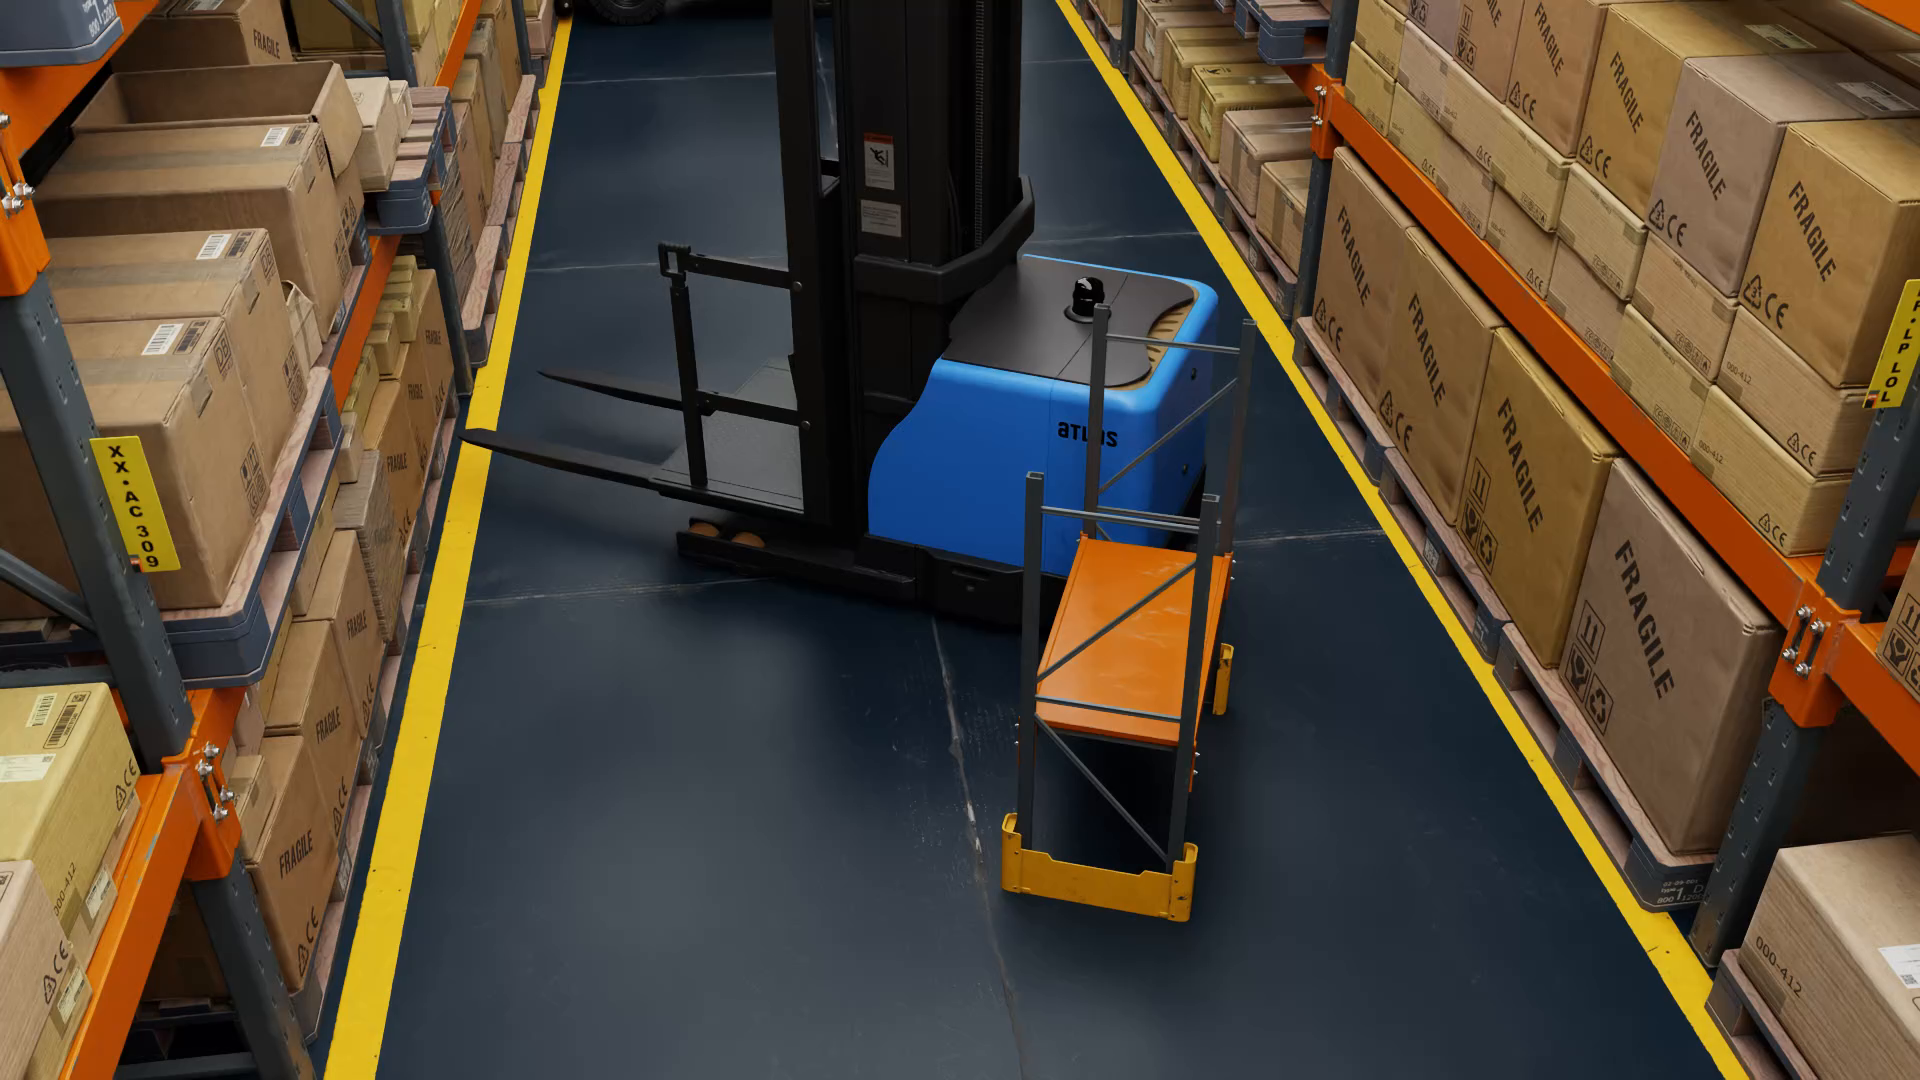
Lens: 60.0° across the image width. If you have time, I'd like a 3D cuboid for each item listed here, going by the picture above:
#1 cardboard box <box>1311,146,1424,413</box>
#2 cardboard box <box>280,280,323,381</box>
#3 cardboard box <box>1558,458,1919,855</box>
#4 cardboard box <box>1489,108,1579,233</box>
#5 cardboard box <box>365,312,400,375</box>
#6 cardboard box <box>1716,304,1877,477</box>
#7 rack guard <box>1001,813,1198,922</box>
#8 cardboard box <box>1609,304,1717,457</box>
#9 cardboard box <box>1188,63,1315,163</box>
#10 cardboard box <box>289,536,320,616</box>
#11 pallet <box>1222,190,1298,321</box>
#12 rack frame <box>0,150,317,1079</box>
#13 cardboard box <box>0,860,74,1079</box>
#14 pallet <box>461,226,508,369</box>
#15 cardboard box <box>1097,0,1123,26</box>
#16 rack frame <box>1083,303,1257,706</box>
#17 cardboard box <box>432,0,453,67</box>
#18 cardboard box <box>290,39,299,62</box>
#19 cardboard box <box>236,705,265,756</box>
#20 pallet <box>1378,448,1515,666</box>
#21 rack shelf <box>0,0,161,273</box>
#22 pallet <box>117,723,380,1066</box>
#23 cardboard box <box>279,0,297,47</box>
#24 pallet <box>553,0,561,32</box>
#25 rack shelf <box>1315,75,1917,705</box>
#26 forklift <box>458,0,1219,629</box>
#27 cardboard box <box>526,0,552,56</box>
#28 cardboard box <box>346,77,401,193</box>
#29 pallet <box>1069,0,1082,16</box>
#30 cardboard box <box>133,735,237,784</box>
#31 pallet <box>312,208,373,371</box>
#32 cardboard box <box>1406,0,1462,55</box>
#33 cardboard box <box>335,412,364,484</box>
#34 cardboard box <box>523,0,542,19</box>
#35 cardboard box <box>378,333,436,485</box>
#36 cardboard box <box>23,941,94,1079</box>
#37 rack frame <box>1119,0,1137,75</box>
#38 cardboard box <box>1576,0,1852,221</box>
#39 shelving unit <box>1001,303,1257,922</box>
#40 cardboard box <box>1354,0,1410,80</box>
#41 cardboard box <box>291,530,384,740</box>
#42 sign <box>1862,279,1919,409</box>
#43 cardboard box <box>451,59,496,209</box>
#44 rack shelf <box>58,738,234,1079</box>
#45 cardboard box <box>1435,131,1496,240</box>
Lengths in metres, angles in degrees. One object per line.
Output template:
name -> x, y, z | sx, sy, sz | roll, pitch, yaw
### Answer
cardboard box -> 2.157, -1.180, 7.332 | 0.875, 0.875, 0.875 | -5, 35, -7
cardboard box -> -2.041, -0.589, 4.697 | 0.396, 0.266, 0.258 | -3, 34, -4
cardboard box -> 2.521, 0.320, 5.130 | 0.875, 0.875, 0.875 | -3, 34, -5
cardboard box -> 2.148, -1.268, 5.636 | 0.500, 0.250, 0.500 | -4, 34, -6
cardboard box -> -2.396, -0.751, 6.458 | 0.380, 0.149, 0.250 | -5, 35, -8
cardboard box -> 2.384, -0.417, 4.387 | 0.500, 0.250, 0.500 | -4, 35, -6
rack guard -> 0.418, 0.997, 5.065 | 0.587, 0.250, 0.087 | 8, 35, 11
cardboard box -> 2.307, -0.498, 4.950 | 0.500, 0.250, 0.500 | -5, 35, -7
cardboard box -> 1.876, -2.515, 9.737 | 0.950, 0.372, 0.625 | -3, 34, -5
cardboard box -> -2.225, 0.119, 5.182 | 0.380, 0.149, 0.250 | -4, 35, -6
pallet -> 2.042, -1.560, 8.852 | 1.003, 0.211, 1.213 | -4, 35, -6
rack frame -> -2.231, 0.333, 3.597 | 0.949, 2.616, 0.053 | -4, 35, -6
cardboard box -> -1.842, 0.817, 2.757 | 0.500, 0.250, 0.500 | -4, 35, -6
pallet -> -2.844, -1.209, 8.336 | 1.003, 0.211, 1.213 | -4, 35, -6
cardboard box -> 1.262, -3.856, 11.813 | 0.500, 0.250, 0.500 | -3, 34, -4
rack frame -> 0.661, -0.075, 5.528 | 0.500, 1.500, 0.032 | 8, 35, 11
cardboard box -> -2.652, -2.384, 7.717 | 0.500, 0.250, 0.500 | -5, 35, -7
cardboard box -> -3.086, -2.068, 7.254 | 0.500, 0.250, 0.500 | -5, 35, -7
cardboard box -> -2.133, 0.556, 4.541 | 0.380, 0.149, 0.250 | -5, 35, -8
pallet -> 2.338, 0.001, 6.562 | 1.003, 0.211, 1.213 | -4, 35, -6
rack shelf -> -2.503, -1.725, 4.592 | 1.077, 0.370, 4.000 | -4, 35, -6
pallet -> -2.381, 1.035, 5.044 | 1.003, 0.211, 1.213 | -4, 35, -6
cardboard box -> -3.108, -2.273, 7.111 | 0.500, 0.250, 0.500 | -4, 34, -5
pallet -> -3.543, -4.108, 12.590 | 1.003, 0.211, 1.213 | -4, 35, -6
rack shelf -> 2.415, -0.863, 5.992 | 1.077, 0.370, 4.000 | -4, 35, -6
forklift -> -0.583, -1.336, 6.108 | 3.031, 2.935, 1.130 | 12, 36, 17
cardboard box -> -3.047, -3.463, 11.237 | 0.500, 0.250, 0.500 | -4, 34, -6
cardboard box -> -2.309, -1.446, 5.968 | 0.500, 0.250, 0.500 | -6, 35, -9
pallet -> 1.315, -4.411, 13.035 | 1.003, 0.211, 1.213 | -4, 35, -6
cardboard box -> -2.079, 0.586, 4.233 | 0.380, 0.149, 0.250 | -5, 35, -7
pallet -> -2.506, -0.734, 5.334 | 1.003, 0.211, 1.213 | -4, 35, -6
cardboard box -> 2.046, -2.161, 6.281 | 0.500, 0.500, 0.500 | -4, 35, -6
cardboard box -> -2.304, -0.309, 5.810 | 0.380, 0.149, 0.250 | -6, 35, -9
cardboard box -> -3.069, -3.668, 11.093 | 0.500, 0.250, 0.500 | -5, 35, -7
cardboard box -> -2.445, -0.539, 6.725 | 0.500, 0.500, 0.500 | -5, 35, -7
cardboard box -> -1.825, 0.883, 3.014 | 0.380, 0.149, 0.250 | -4, 34, -5
rack frame -> 1.608, -4.509, 10.702 | 1.000, 3.000, 0.127 | -4, 35, -6
cardboard box -> 2.249, -1.302, 5.020 | 0.500, 0.500, 0.500 | -3, 34, -5
shelving unit -> 0.537, 0.208, 5.113 | 0.587, 1.500, 1.083 | 8, 35, 11
cardboard box -> 1.969, -2.120, 6.886 | 0.500, 0.250, 0.500 | -5, 35, -7
cardboard box -> -2.220, 0.331, 5.448 | 0.500, 0.500, 0.500 | -5, 35, -8
sign -> 2.148, -0.444, 3.780 | 0.100, 0.325, 0.005 | -4, 35, -6
cardboard box -> -3.029, -2.180, 9.021 | 0.875, 0.625, 0.625 | -6, 35, -8
rack shelf -> -1.965, 1.747, 2.162 | 1.077, 0.370, 4.000 | -4, 35, -6
cardboard box -> 2.114, -1.344, 6.192 | 0.500, 0.250, 0.500 | -3, 34, -5
